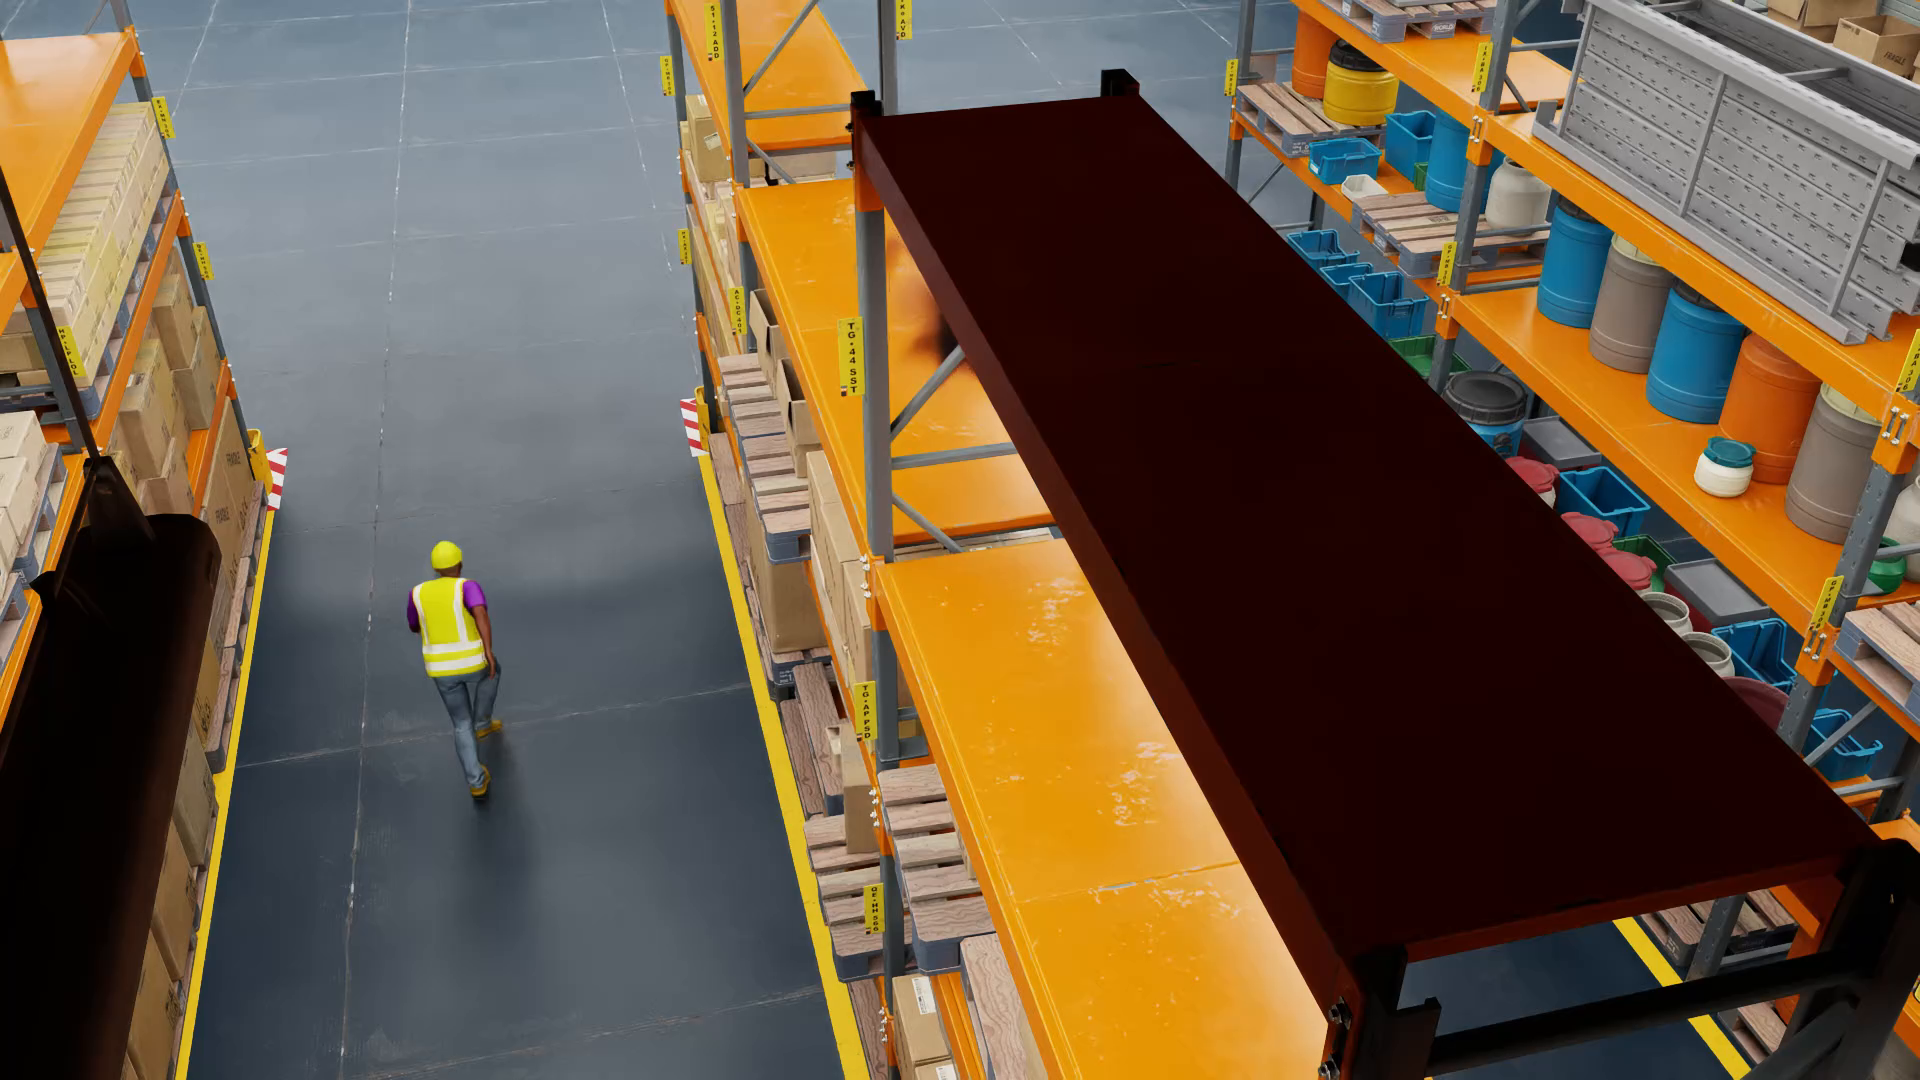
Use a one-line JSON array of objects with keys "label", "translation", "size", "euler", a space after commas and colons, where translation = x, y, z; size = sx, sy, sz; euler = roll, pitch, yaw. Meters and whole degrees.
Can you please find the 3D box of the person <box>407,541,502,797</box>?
[{"label": "person", "translation": [-3.452, 0.845, 11.428], "size": [0.669, 1.545, 1.134], "euler": [-3, 35, -4]}]
